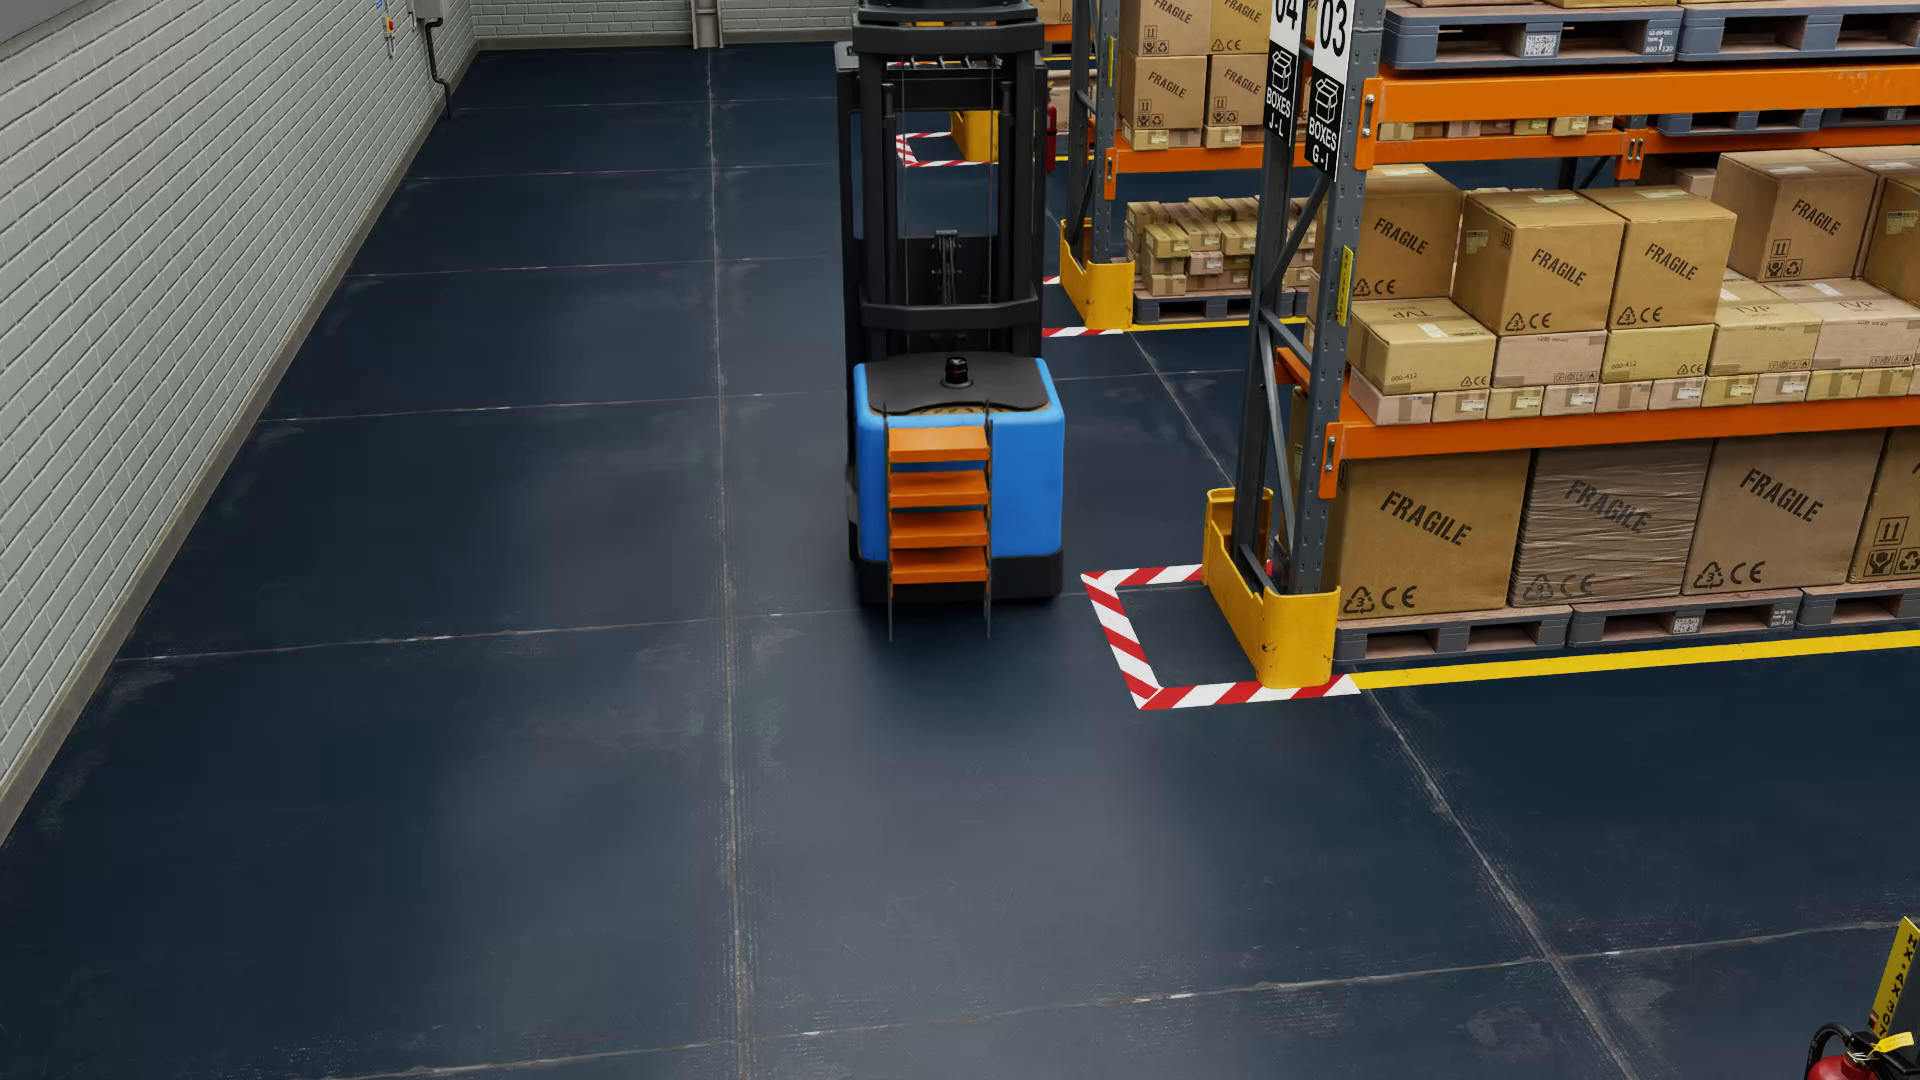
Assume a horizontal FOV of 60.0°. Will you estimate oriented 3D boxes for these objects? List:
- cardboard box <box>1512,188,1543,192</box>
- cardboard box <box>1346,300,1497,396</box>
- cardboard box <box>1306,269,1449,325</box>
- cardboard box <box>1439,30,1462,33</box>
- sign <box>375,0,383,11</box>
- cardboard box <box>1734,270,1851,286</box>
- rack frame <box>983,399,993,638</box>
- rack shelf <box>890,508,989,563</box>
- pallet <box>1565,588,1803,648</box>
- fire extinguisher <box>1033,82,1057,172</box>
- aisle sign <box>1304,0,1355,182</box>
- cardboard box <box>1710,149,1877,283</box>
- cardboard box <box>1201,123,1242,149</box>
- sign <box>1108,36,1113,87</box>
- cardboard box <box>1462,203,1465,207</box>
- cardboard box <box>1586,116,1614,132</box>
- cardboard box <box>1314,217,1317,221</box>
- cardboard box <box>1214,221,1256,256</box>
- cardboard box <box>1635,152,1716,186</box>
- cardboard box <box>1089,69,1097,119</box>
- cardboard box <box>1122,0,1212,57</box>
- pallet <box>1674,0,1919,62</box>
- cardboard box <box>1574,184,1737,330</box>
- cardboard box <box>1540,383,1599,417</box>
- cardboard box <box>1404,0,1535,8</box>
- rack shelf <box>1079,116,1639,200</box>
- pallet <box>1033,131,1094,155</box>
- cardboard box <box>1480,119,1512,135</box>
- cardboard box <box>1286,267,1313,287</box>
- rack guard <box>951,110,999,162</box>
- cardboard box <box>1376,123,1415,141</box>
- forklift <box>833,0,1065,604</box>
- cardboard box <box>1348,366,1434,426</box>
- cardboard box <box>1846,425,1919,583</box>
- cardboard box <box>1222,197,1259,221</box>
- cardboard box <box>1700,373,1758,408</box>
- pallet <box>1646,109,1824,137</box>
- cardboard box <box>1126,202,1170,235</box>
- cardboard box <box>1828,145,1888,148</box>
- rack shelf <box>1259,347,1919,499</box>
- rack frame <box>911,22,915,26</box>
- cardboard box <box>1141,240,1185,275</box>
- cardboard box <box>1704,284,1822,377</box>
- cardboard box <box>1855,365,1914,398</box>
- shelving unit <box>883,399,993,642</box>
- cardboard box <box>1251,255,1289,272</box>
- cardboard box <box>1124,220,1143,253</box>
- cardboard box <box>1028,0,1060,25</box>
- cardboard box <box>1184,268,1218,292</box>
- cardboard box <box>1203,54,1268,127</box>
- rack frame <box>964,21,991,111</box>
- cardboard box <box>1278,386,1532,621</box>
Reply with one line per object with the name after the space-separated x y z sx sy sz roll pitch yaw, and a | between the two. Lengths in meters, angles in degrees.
4.549 -2.658 13.155 0.250 0.149 0.380 -3 27 -5 | cardboard box
2.062 -0.874 7.506 0.500 0.250 0.500 -4 27 -8 | cardboard box
1.992 -1.116 7.978 0.500 0.250 0.500 -4 27 -8 | cardboard box
3.471 -3.811 11.861 0.500 0.500 0.500 -3 27 -6 | cardboard box
-5.466 -5.105 15.618 0.001 0.218 0.327 -4 27 -7 | sign
4.003 -1.243 8.226 0.500 0.250 0.500 -3 27 -6 | cardboard box
0.136 -0.091 8.103 0.015 1.200 0.240 -2 29 -4 | rack frame
-0.107 -0.024 8.120 0.480 0.148 0.258 -2 29 -4 | rack shelf
3.535 0.179 8.671 1.213 0.211 1.003 -4 27 -7 | pallet
0.644 -3.141 12.579 0.183 0.674 0.296 -4 27 -7 | fire extinguisher
1.520 -1.916 6.851 0.004 0.787 0.394 -4 27 -7 | aisle sign
3.997 -1.576 8.052 0.500 0.500 0.500 -5 28 -9 | cardboard box
1.845 -2.937 11.963 0.250 0.149 0.380 -4 27 -9 | cardboard box
1.034 -3.288 11.425 0.005 0.325 0.100 -4 27 -7 | sign
3.769 -2.602 13.046 0.250 0.149 0.380 -4 27 -8 | cardboard box
4.669 -3.167 12.412 0.250 0.149 0.380 -4 27 -8 | cardboard box
2.825 -2.304 12.466 0.250 0.149 0.380 -3 27 -6 | cardboard box
2.048 -2.241 12.344 0.250 0.149 0.380 -4 27 -7 | cardboard box
5.621 -2.973 13.215 0.500 0.250 0.500 -4 27 -8 | cardboard box
1.713 -4.576 17.229 0.875 0.438 0.875 -3 27 -6 | cardboard box
1.440 -3.679 11.603 0.500 0.500 0.500 -4 27 -7 | cardboard box
3.493 -2.326 7.309 1.213 0.211 1.003 -4 27 -7 | pallet
3.069 -1.275 7.466 0.500 0.500 0.500 -4 27 -9 | cardboard box
2.712 -0.712 7.627 0.250 0.149 0.380 -4 27 -8 | cardboard box
2.057 -2.567 7.003 0.500 0.500 0.700 -5 28 -10 | cardboard box
2.939 -2.956 12.512 4.000 0.370 1.077 -4 27 -7 | rack shelf
0.949 -4.225 17.254 1.213 0.211 1.003 -4 27 -7 | pallet
3.891 -3.126 12.332 0.250 0.149 0.380 -4 27 -9 | cardboard box
2.522 -2.054 12.630 0.250 0.149 0.380 -4 27 -7 | cardboard box
0.145 -4.266 17.017 0.348 0.500 1.175 -4 27 -7 | rack guard
3.131 -3.035 12.155 0.250 0.149 0.380 -3 27 -6 | cardboard box
-0.114 -1.620 9.196 1.130 2.935 3.031 -2 27 -4 | forklift
1.947 -0.661 7.529 0.250 0.149 0.380 -3 27 -7 | cardboard box
4.845 -0.390 8.592 0.875 0.875 0.875 -4 27 -7 | cardboard box
2.208 -2.532 12.909 0.250 0.149 0.380 -5 28 -9 | cardboard box
3.470 -0.760 7.720 0.250 0.149 0.380 -4 27 -8 | cardboard box
5.696 -3.300 12.607 1.213 0.211 1.003 -4 27 -7 | pallet
1.447 -2.480 12.808 0.250 0.149 0.380 -3 27 -7 | cardboard box
7.170 -3.073 13.410 0.500 0.250 0.500 -3 27 -7 | cardboard box
3.530 -0.707 8.130 4.000 0.370 1.077 -4 27 -7 | rack shelf
-0.527 -7.623 20.822 0.127 3.000 1.000 -4 27 -7 | rack frame
1.513 -2.117 12.426 0.250 0.149 0.380 -3 27 -5 | cardboard box
3.590 -0.976 7.705 0.500 0.250 0.500 -4 27 -8 | cardboard box
4.235 -0.809 7.817 0.250 0.149 0.380 -3 27 -6 | cardboard box
-0.107 -0.083 8.087 0.503 1.200 0.258 -2 29 -4 | shelving unit
2.291 -2.131 12.455 0.250 0.149 0.380 -3 27 -6 | cardboard box
1.441 -2.362 12.904 0.250 0.149 0.380 -4 27 -8 | cardboard box
0.684 -5.325 16.233 0.500 0.500 0.500 -4 27 -8 | cardboard box
1.769 -2.009 12.543 0.250 0.149 0.380 -4 27 -7 | cardboard box
1.968 -3.274 11.911 0.500 0.500 0.500 -4 27 -7 | cardboard box
0.168 -5.380 16.449 0.127 3.000 1.000 -4 27 -7 | rack frame
2.172 -0.218 8.257 0.875 0.875 0.875 -4 27 -7 | cardboard box
